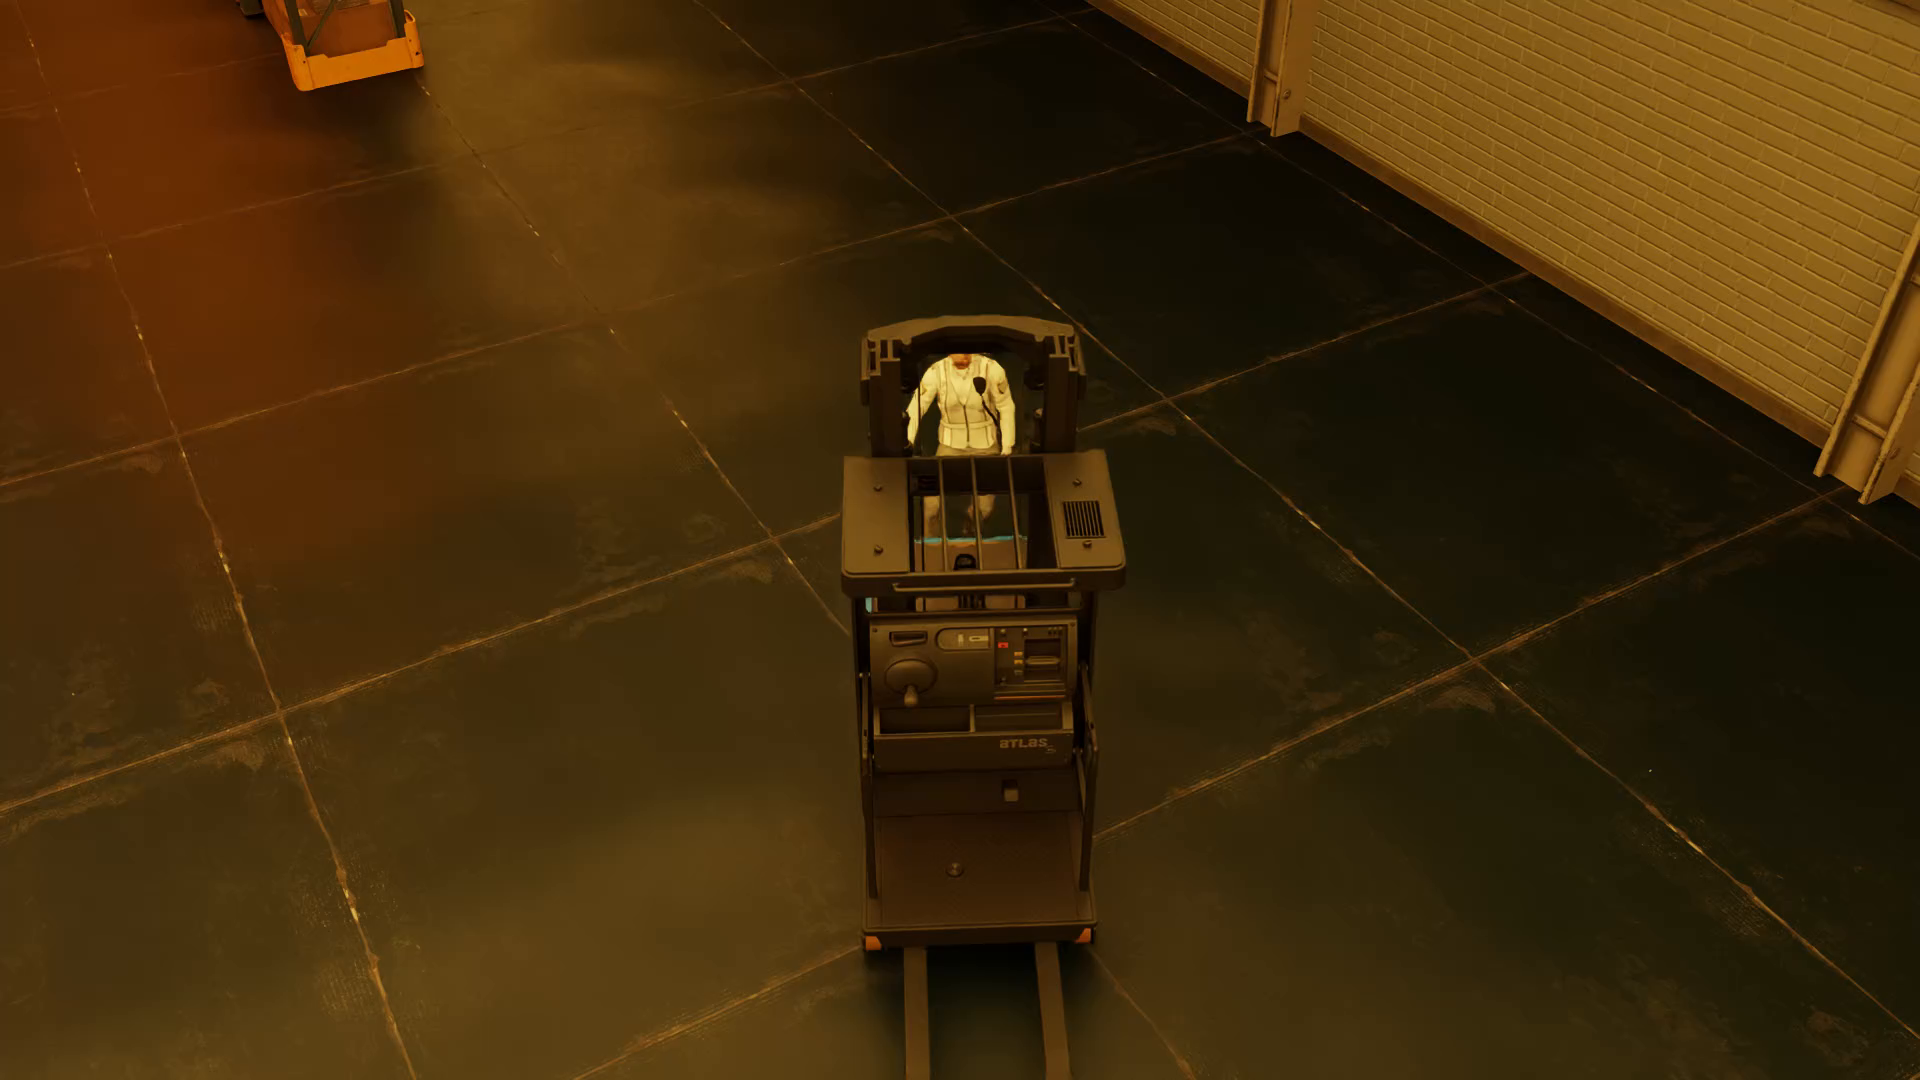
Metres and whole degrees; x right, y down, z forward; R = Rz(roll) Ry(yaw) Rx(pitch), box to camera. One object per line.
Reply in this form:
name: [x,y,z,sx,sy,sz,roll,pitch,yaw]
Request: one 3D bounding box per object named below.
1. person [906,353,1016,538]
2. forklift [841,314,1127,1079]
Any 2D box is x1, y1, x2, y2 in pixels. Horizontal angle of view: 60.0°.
person: [-0.016,-0.513,9.673,0.671,1.628,0.569,2,40,3]
forklift: [0.074,0.620,7.288,1.130,2.935,3.031,-2,40,-2]
